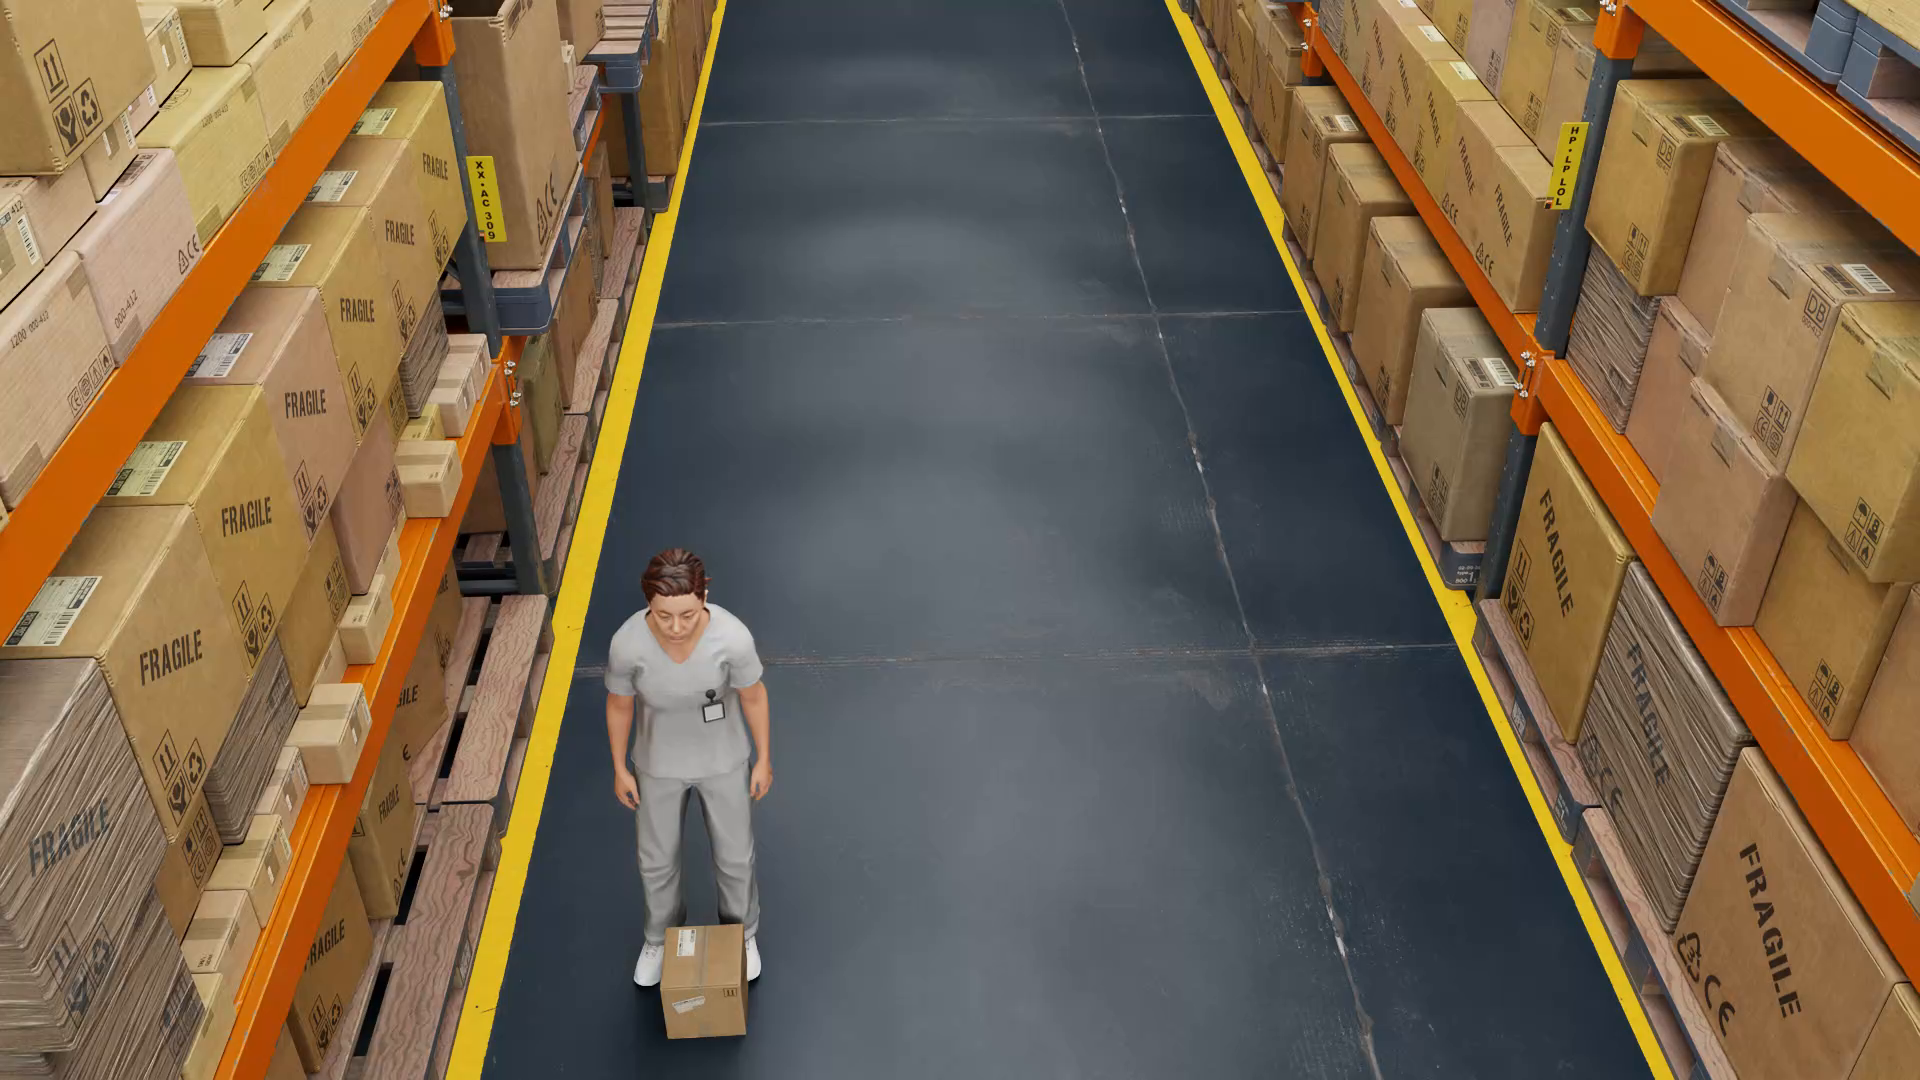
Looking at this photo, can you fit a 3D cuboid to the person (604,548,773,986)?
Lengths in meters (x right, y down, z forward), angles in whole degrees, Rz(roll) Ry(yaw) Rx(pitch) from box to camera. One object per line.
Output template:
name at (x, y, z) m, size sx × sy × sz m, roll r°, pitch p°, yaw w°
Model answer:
person at (-0.836, 0.703, 5.157) m, size 0.514 × 1.673 × 0.358 m, roll -3°, pitch 35°, yaw -5°
